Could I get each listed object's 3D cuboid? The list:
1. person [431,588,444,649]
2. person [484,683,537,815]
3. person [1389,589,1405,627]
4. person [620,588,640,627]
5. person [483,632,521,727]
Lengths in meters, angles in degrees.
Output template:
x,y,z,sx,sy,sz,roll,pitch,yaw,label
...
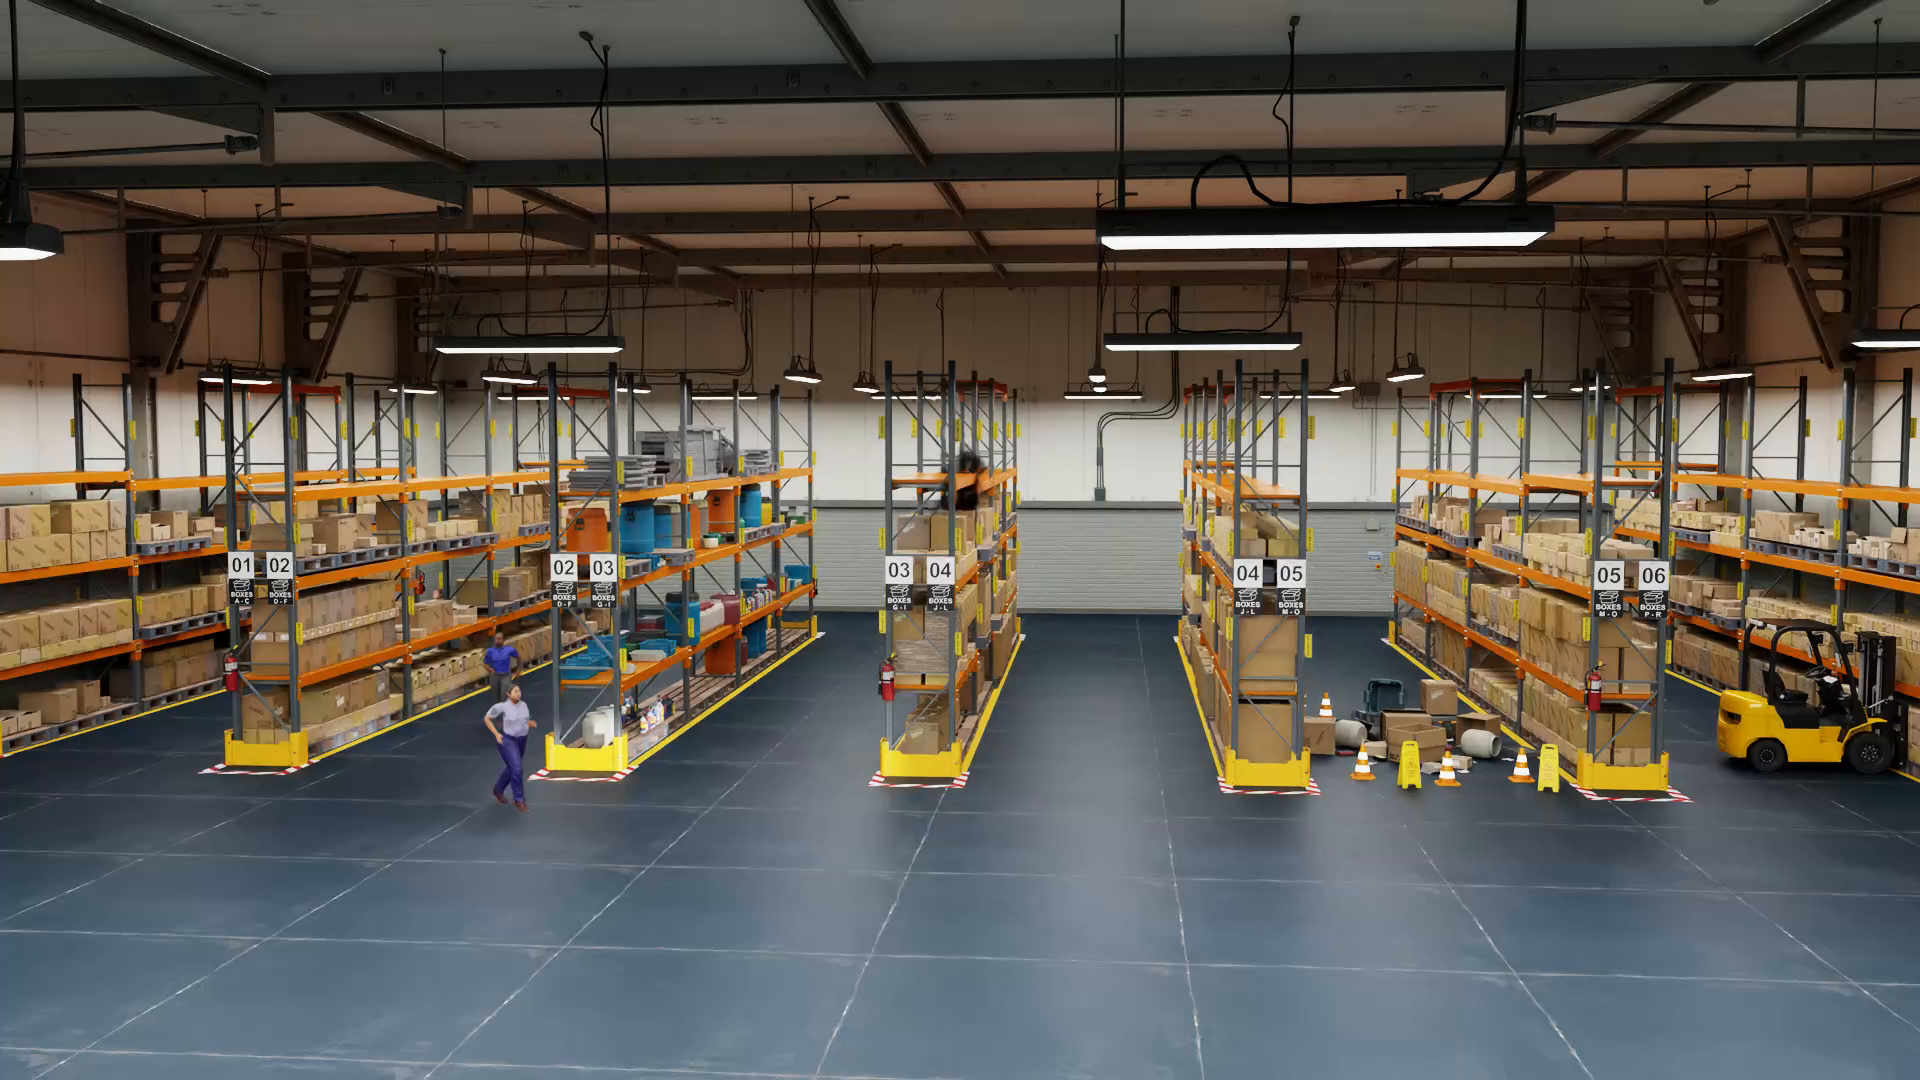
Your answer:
x,y,z,sx,sy,sz,roll,pitch,yaw,label
-11.169,1.853,35.581,0.593,1.639,0.901,0,4,4,person
-5.913,2.740,21.970,0.796,1.705,0.593,2,4,29,person
10.648,1.594,40.273,0.542,1.580,0.557,1,4,20,person
-8.397,1.372,41.778,0.867,1.766,0.736,2,4,23,person
-7.632,2.377,27.694,0.590,1.709,0.717,0,4,-5,person
